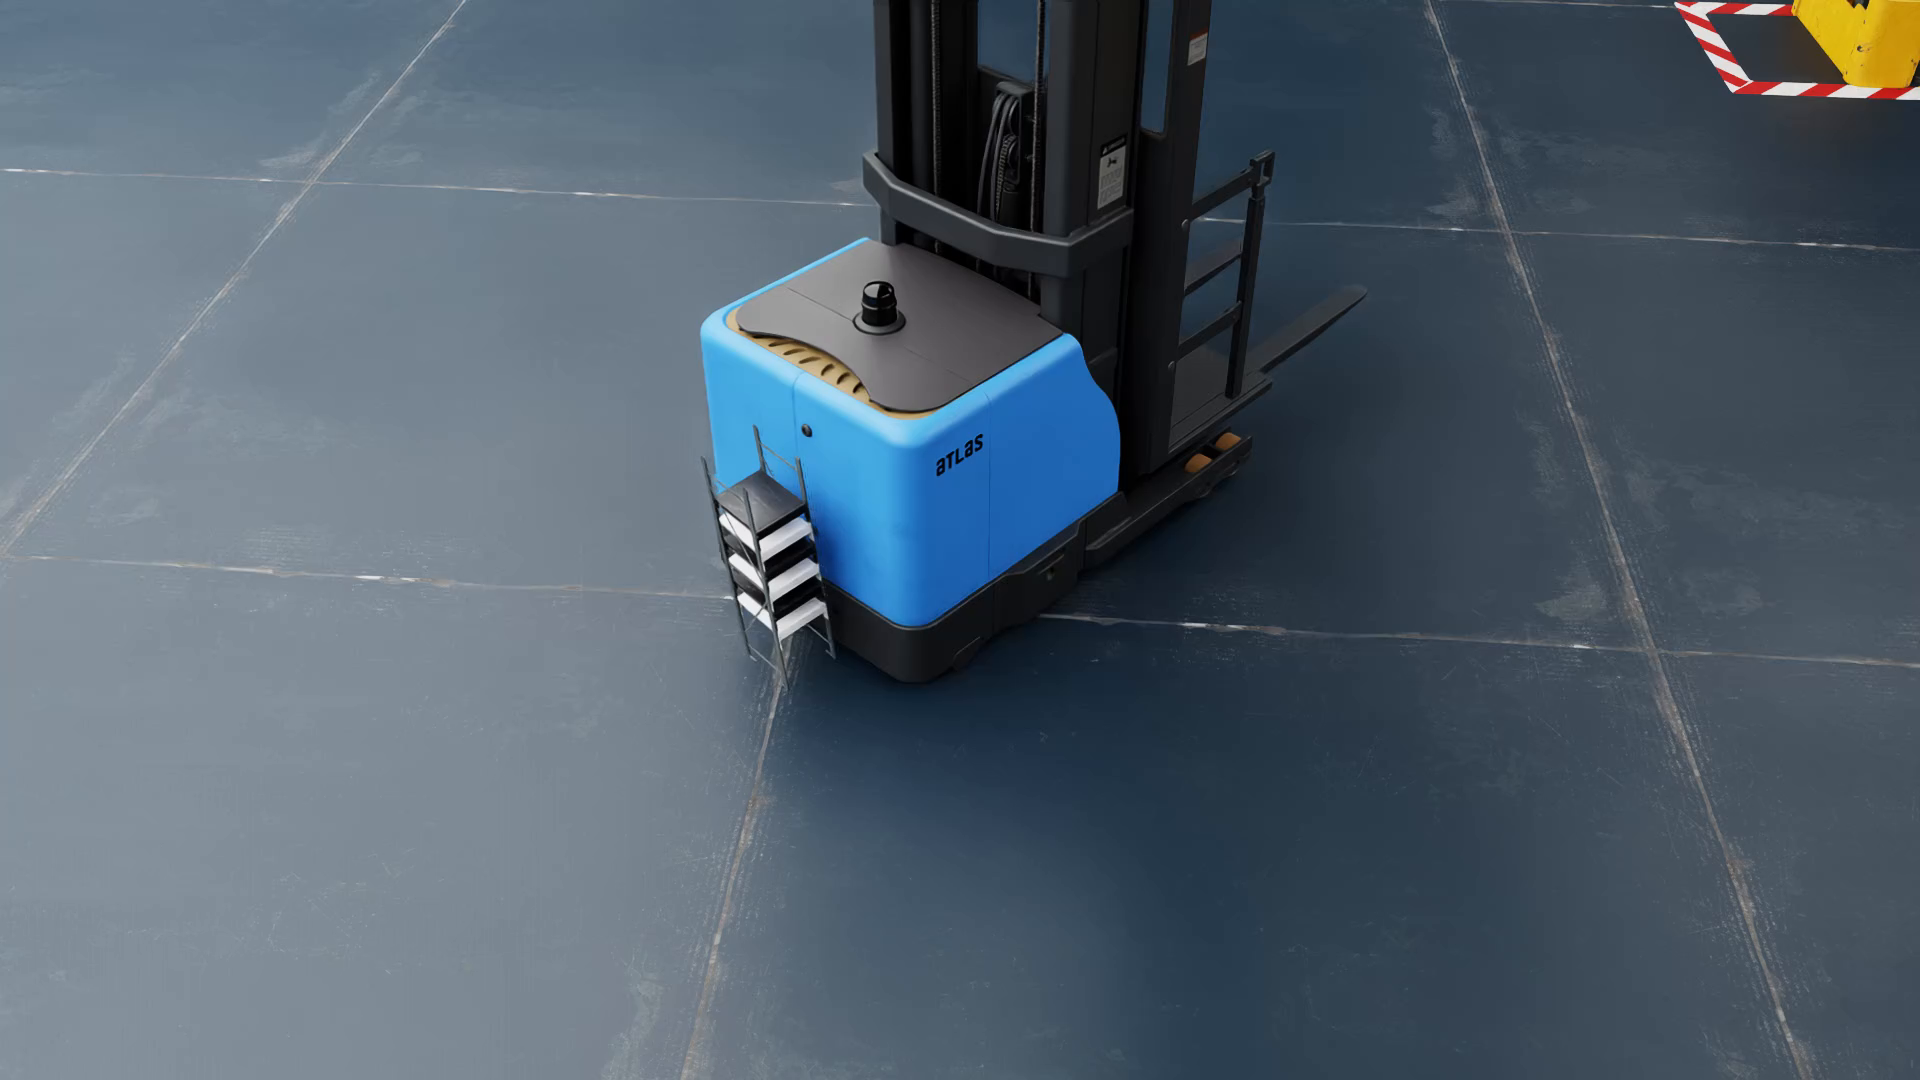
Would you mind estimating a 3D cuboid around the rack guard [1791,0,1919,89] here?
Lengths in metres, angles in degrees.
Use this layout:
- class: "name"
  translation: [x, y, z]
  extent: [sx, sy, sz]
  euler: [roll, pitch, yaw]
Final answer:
- class: "rack guard"
  translation: [5.252, -3.113, 9.679]
  extent: [0.348, 0.500, 1.175]
  euler: [3, 39, 4]

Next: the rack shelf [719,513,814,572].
- class: "rack shelf"
  translation: [-0.626, -0.035, 5.335]
  extent: [0.200, 0.077, 0.258]
  euler: [-34, 50, -27]

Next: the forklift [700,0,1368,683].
- class: "forklift"
  translation: [0.502, -1.500, 5.771]
  extent: [1.130, 2.935, 3.031]
  euler: [30, 48, 32]

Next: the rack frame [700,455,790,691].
- class: "rack frame"
  translation: [-0.691, 0.123, 5.389]
  extent: [0.006, 0.900, 0.240]
  euler: [-34, 50, -27]

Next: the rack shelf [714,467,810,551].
- class: "rack shelf"
  translation: [-0.633, -0.100, 5.274]
  extent: [0.200, 0.077, 0.258]
  euler: [-34, 50, -27]

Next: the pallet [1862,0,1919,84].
- class: "pallet"
  translation: [6.060, -2.953, 9.711]
  extent: [1.213, 0.211, 1.003]
  euler: [3, 39, 4]

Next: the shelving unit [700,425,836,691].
- class: "shelving unit"
  translation: [-0.615, 0.073, 5.435]
  extent: [0.210, 0.900, 0.258]
  euler: [-34, 50, -27]

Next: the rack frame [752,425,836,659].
- class: "rack frame"
  translation: [-0.540, 0.022, 5.480]
  extent: [0.006, 0.900, 0.240]
  euler: [-34, 50, -27]

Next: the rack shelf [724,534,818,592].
- class: "rack shelf"
  translation: [-0.620, 0.031, 5.396]
  extent: [0.200, 0.077, 0.258]
  euler: [-34, 50, -27]

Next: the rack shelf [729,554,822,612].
- class: "rack shelf"
  translation: [-0.613, 0.097, 5.457]
  extent: [0.200, 0.077, 0.258]
  euler: [-34, 50, -27]

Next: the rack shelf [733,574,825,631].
- class: "rack shelf"
  translation: [-0.606, 0.163, 5.518]
  extent: [0.200, 0.077, 0.258]
  euler: [-34, 50, -27]

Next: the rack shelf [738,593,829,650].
- class: "rack shelf"
  translation: [-0.600, 0.228, 5.579]
  extent: [0.200, 0.077, 0.258]
  euler: [-34, 50, -27]
